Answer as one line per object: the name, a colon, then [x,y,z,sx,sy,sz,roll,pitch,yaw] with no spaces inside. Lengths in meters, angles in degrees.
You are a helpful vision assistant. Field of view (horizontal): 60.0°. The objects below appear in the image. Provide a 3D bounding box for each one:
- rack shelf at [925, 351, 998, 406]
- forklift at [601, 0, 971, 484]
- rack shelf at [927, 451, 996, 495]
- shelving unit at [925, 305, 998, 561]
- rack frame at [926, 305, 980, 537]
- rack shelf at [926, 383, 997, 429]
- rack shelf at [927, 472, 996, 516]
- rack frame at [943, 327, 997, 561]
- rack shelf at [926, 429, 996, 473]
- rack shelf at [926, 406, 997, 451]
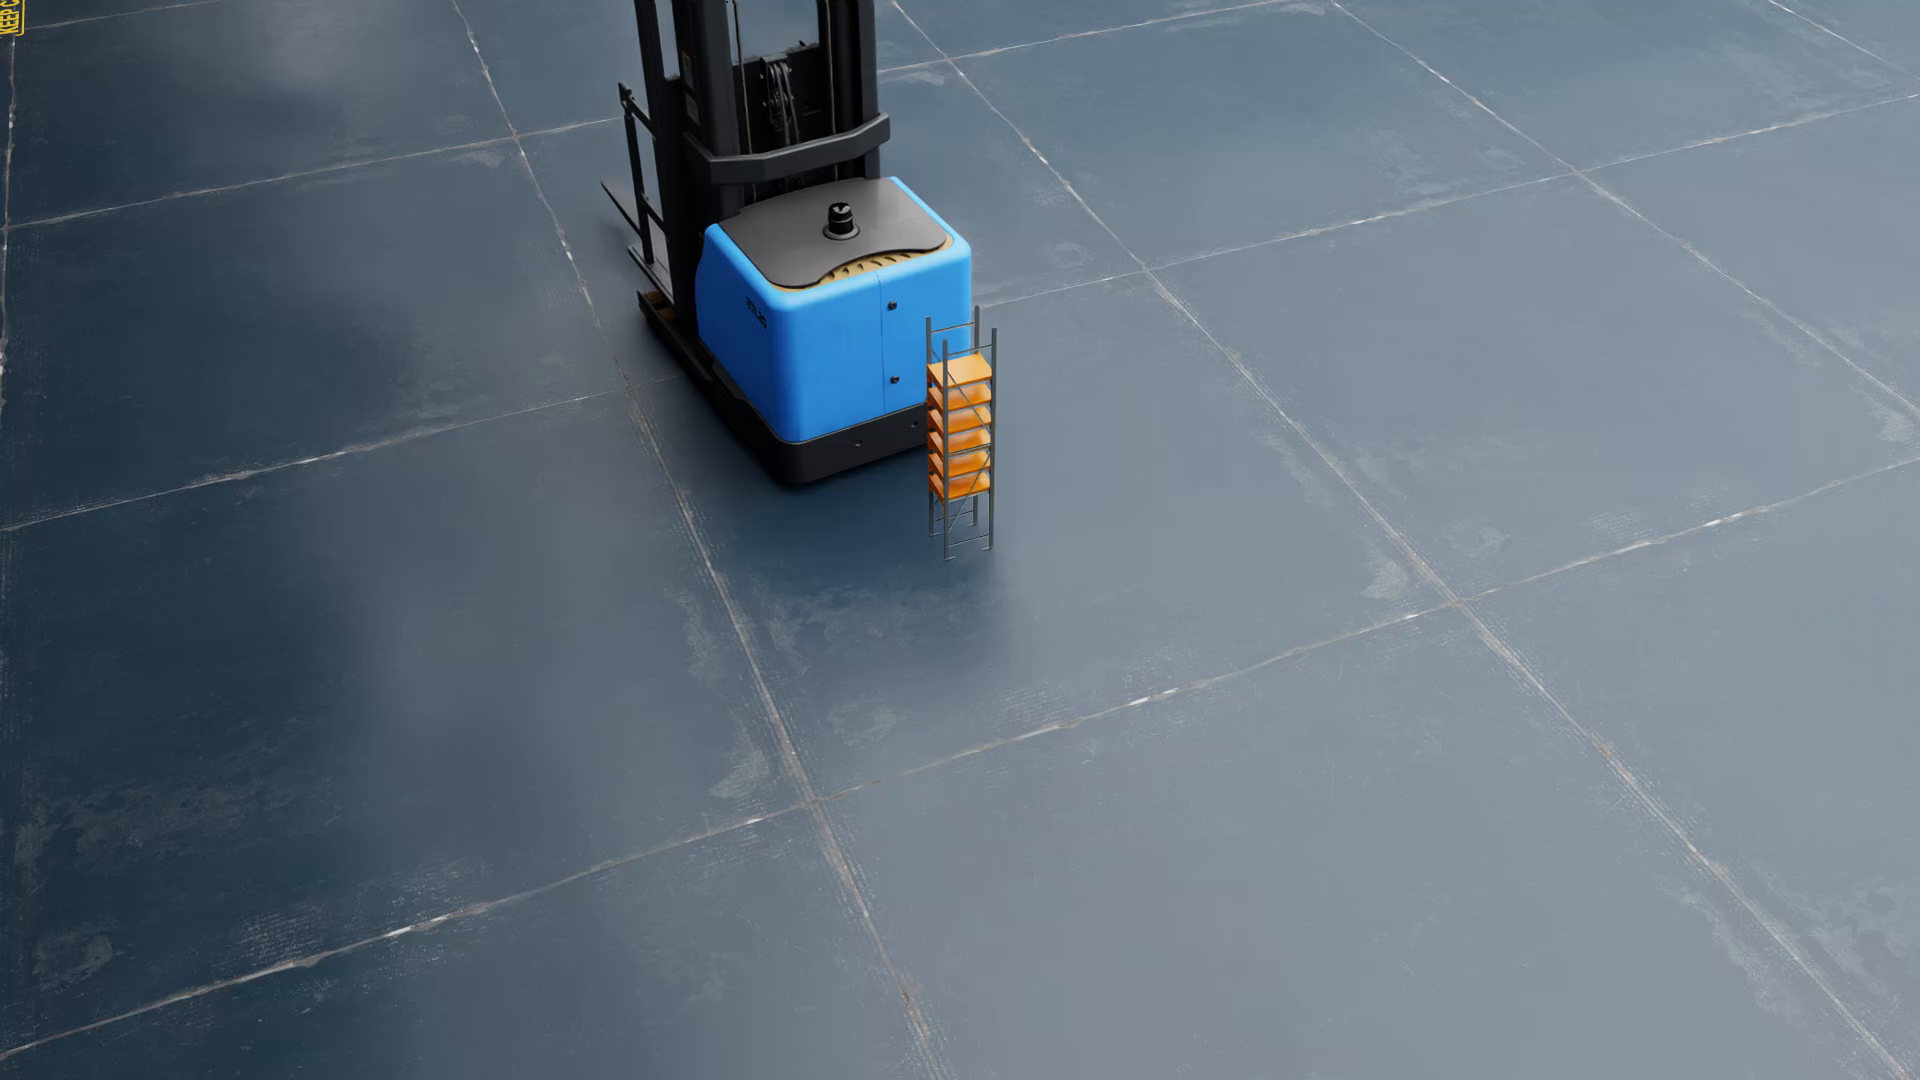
rack shelf: [0.006,-0.685,7.062,0.258,0.103,0.180,-15,43,-17]
forklift: [-1.089,-2.324,8.123,1.130,2.935,3.031,-20,45,-22]
rack shelf: [0.006,-0.322,7.374,0.258,0.103,0.180,-15,43,-17]
shelving unit: [0.006,-0.446,7.267,0.258,1.200,0.189,-15,43,-17]
rack frame: [-0.029,-0.501,7.331,0.240,1.200,0.006,-15,43,-17]
rack shelf: [0.006,-0.594,7.140,0.258,0.103,0.180,-15,43,-17]
rack shelf: [0.006,-0.231,7.453,0.258,0.103,0.180,-15,43,-17]
rack frame: [0.041,-0.391,7.203,0.240,1.200,0.006,-15,43,-17]
rack shelf: [0.006,-0.413,7.296,0.258,0.103,0.180,-15,43,-17]
rack shelf: [0.006,-0.504,7.218,0.258,0.103,0.180,-15,43,-17]
